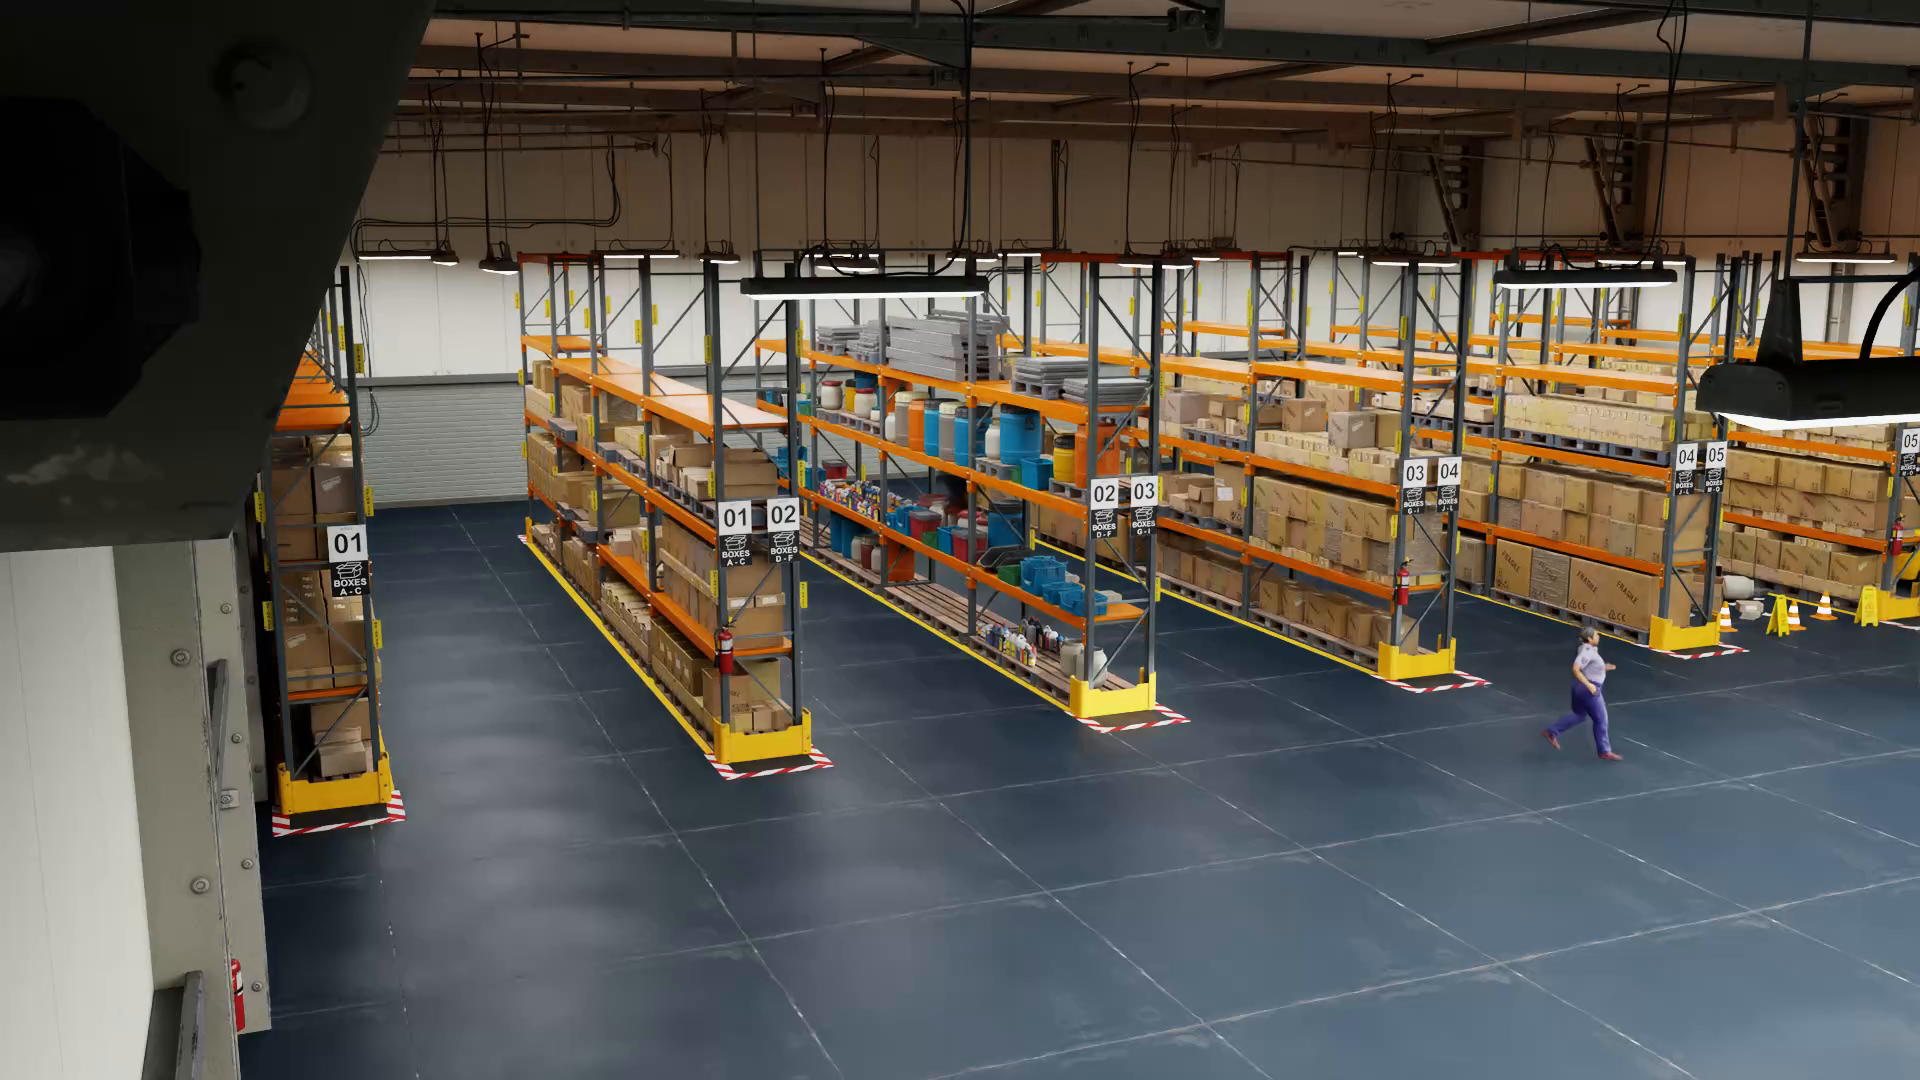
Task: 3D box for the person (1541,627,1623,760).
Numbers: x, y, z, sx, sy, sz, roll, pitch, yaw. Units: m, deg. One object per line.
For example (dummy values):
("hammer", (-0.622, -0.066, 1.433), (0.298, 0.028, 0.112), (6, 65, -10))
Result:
("person", (7.632, 1.858, 20.278), (0.940, 1.616, 0.610), (1, 10, 8))
